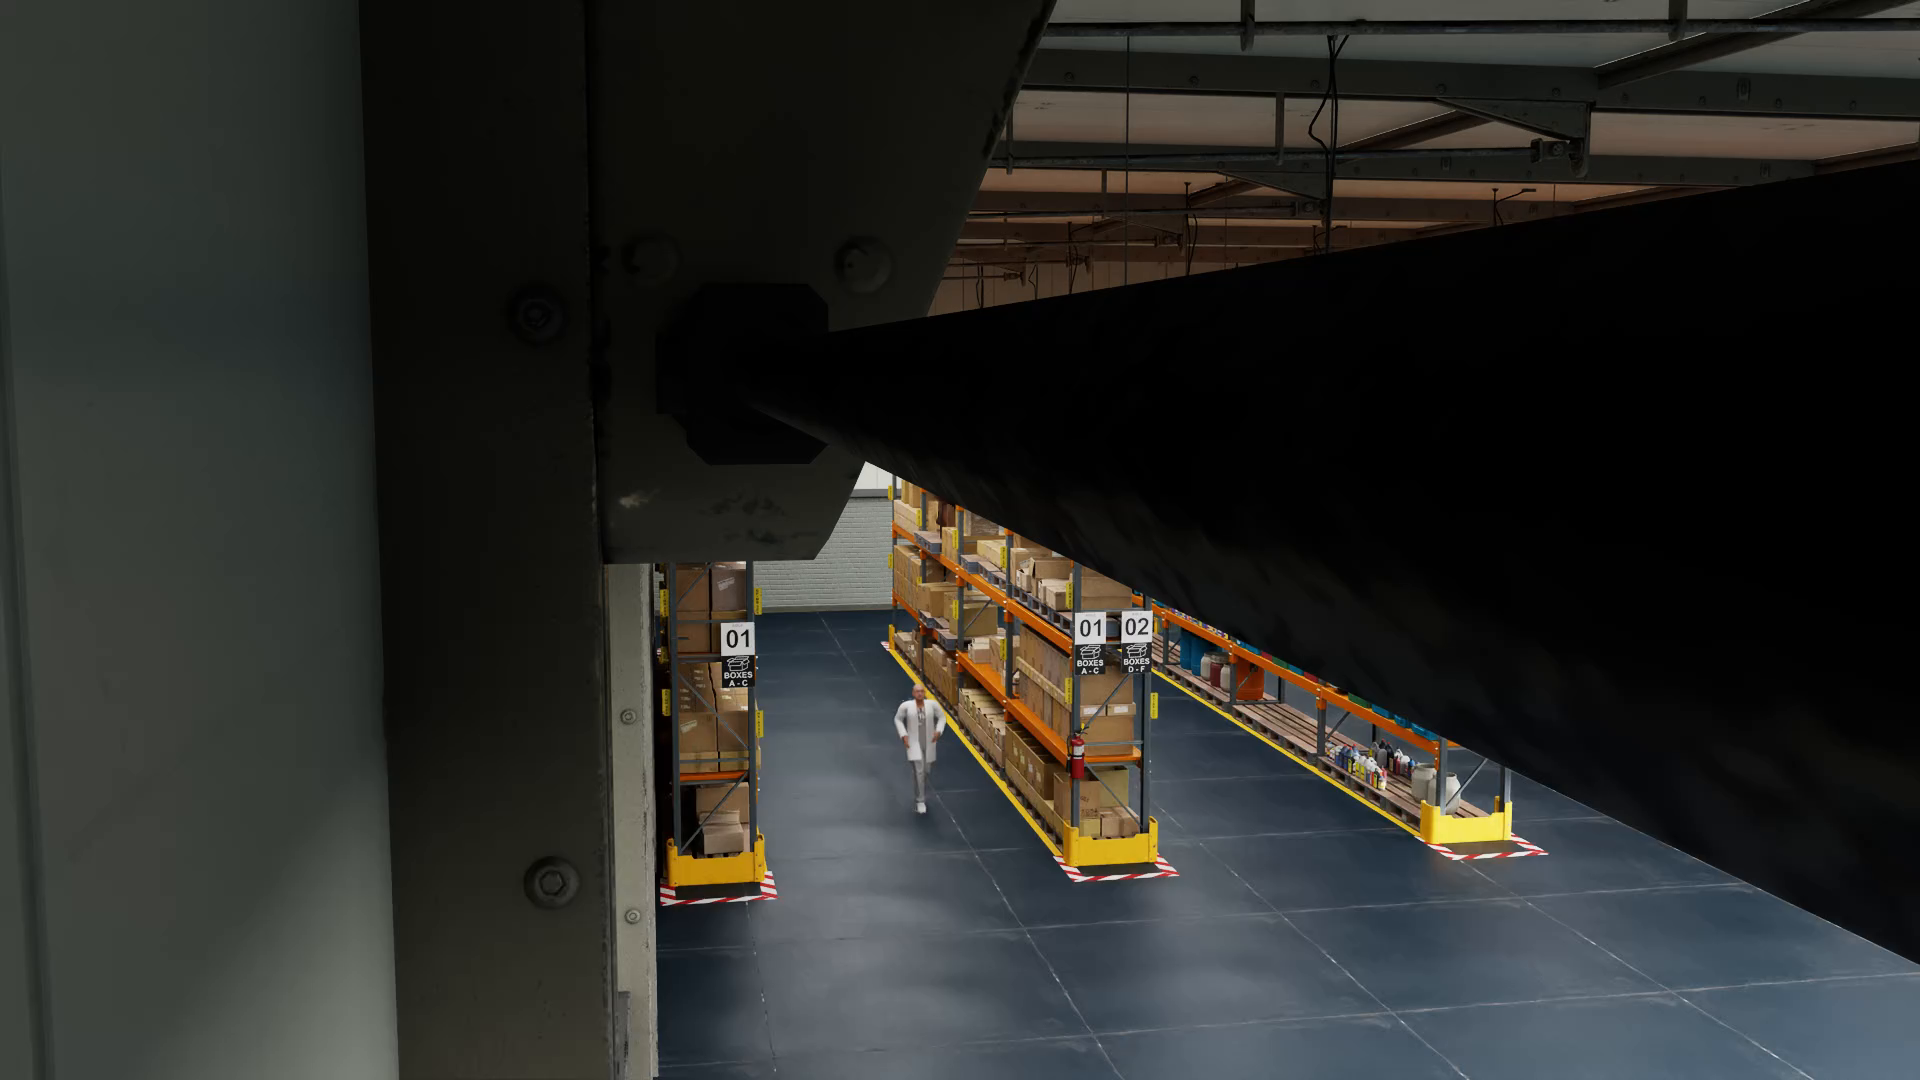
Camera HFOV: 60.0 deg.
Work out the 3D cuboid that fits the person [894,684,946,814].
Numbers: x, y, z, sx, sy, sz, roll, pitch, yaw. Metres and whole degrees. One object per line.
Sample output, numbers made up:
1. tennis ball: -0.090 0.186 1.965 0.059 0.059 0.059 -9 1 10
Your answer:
1. person: -0.563 2.912 23.622 0.733 1.804 0.853 -1 6 -11
